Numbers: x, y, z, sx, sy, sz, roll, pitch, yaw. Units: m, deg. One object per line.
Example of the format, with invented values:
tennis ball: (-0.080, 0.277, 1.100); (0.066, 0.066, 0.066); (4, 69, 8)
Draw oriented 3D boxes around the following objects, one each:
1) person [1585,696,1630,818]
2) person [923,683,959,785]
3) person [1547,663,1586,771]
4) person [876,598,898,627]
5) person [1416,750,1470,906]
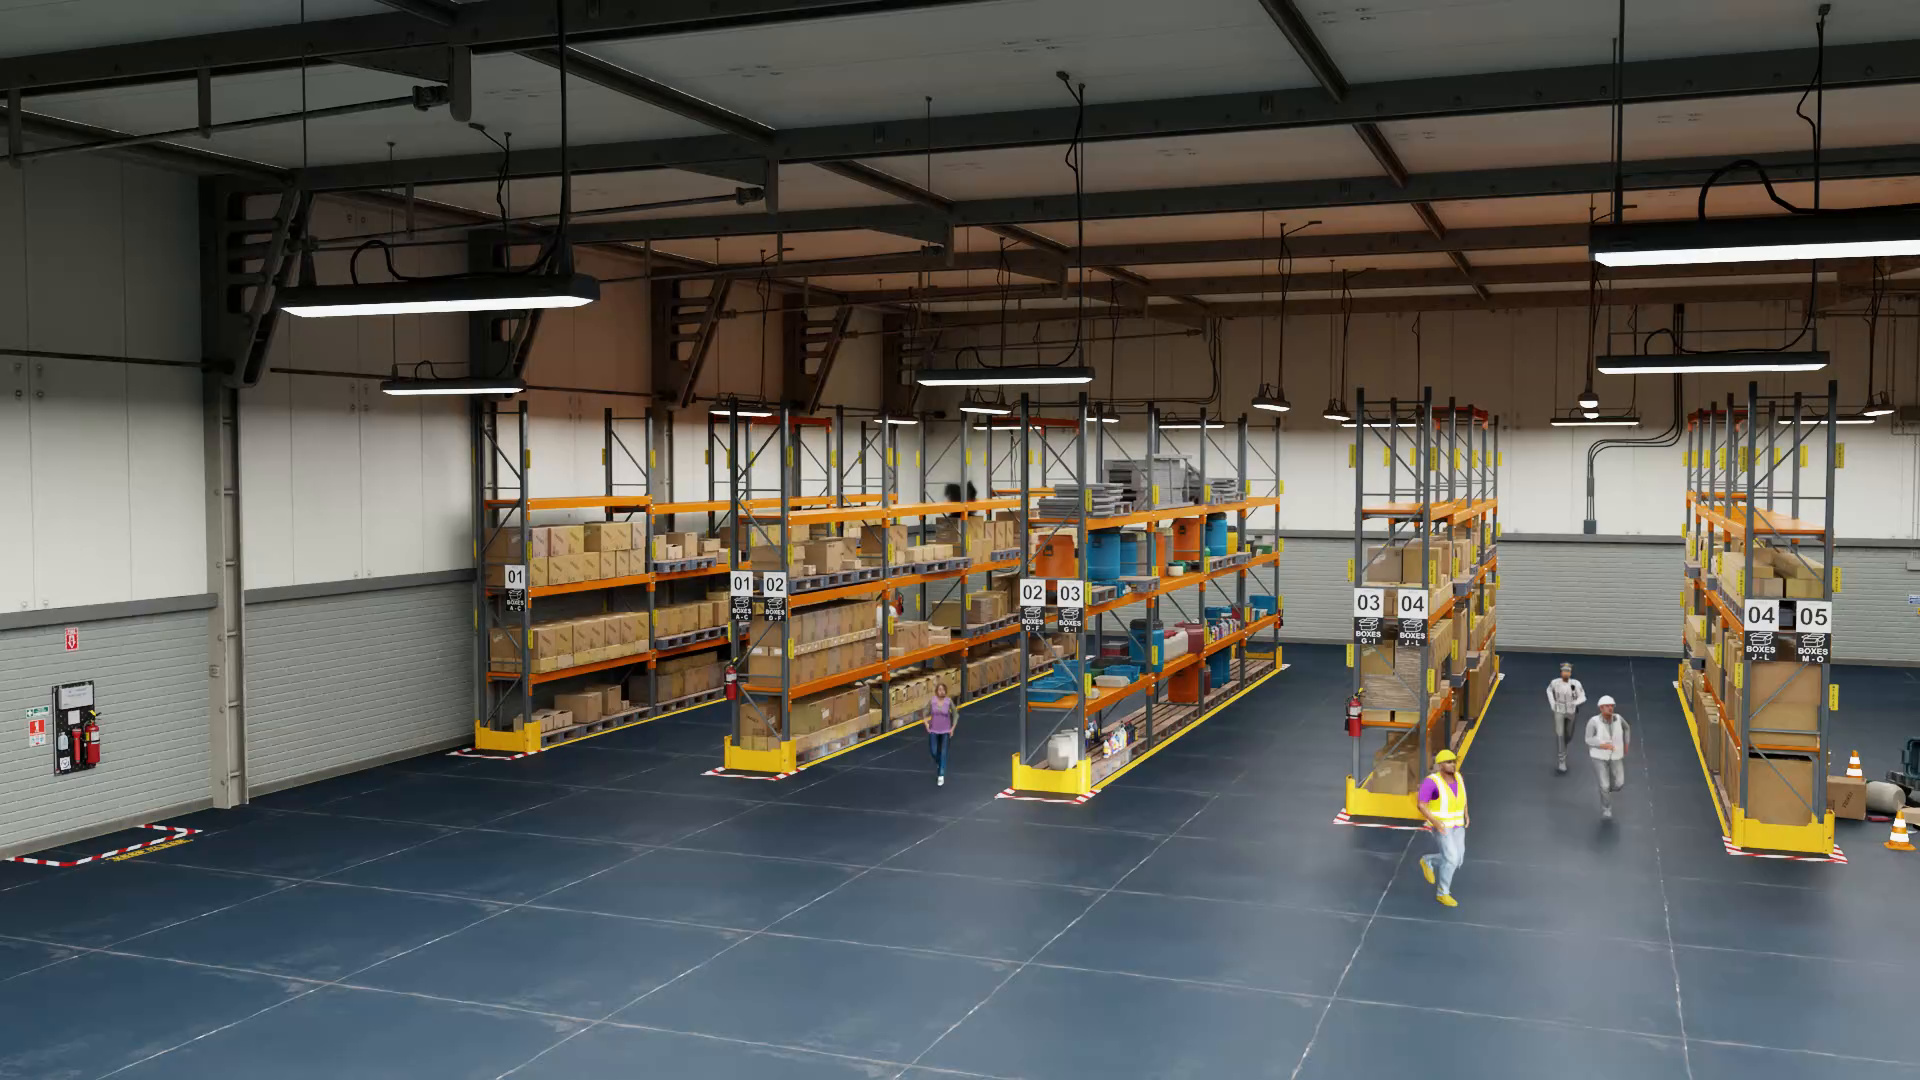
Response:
person: (9.028, 3.020, 23.102); (0.691, 1.720, 0.630); (0, 3, 1)
person: (-0.306, 2.984, 25.683); (0.570, 1.567, 0.492); (0, 3, 6)
person: (9.900, 2.850, 27.142); (0.580, 1.705, 1.080); (1, 3, 13)
person: (-1.688, 2.103, 37.684); (0.593, 1.737, 0.791); (0, 3, 10)
person: (5.449, 3.227, 18.871); (0.704, 1.749, 0.650); (-1, 3, -27)
